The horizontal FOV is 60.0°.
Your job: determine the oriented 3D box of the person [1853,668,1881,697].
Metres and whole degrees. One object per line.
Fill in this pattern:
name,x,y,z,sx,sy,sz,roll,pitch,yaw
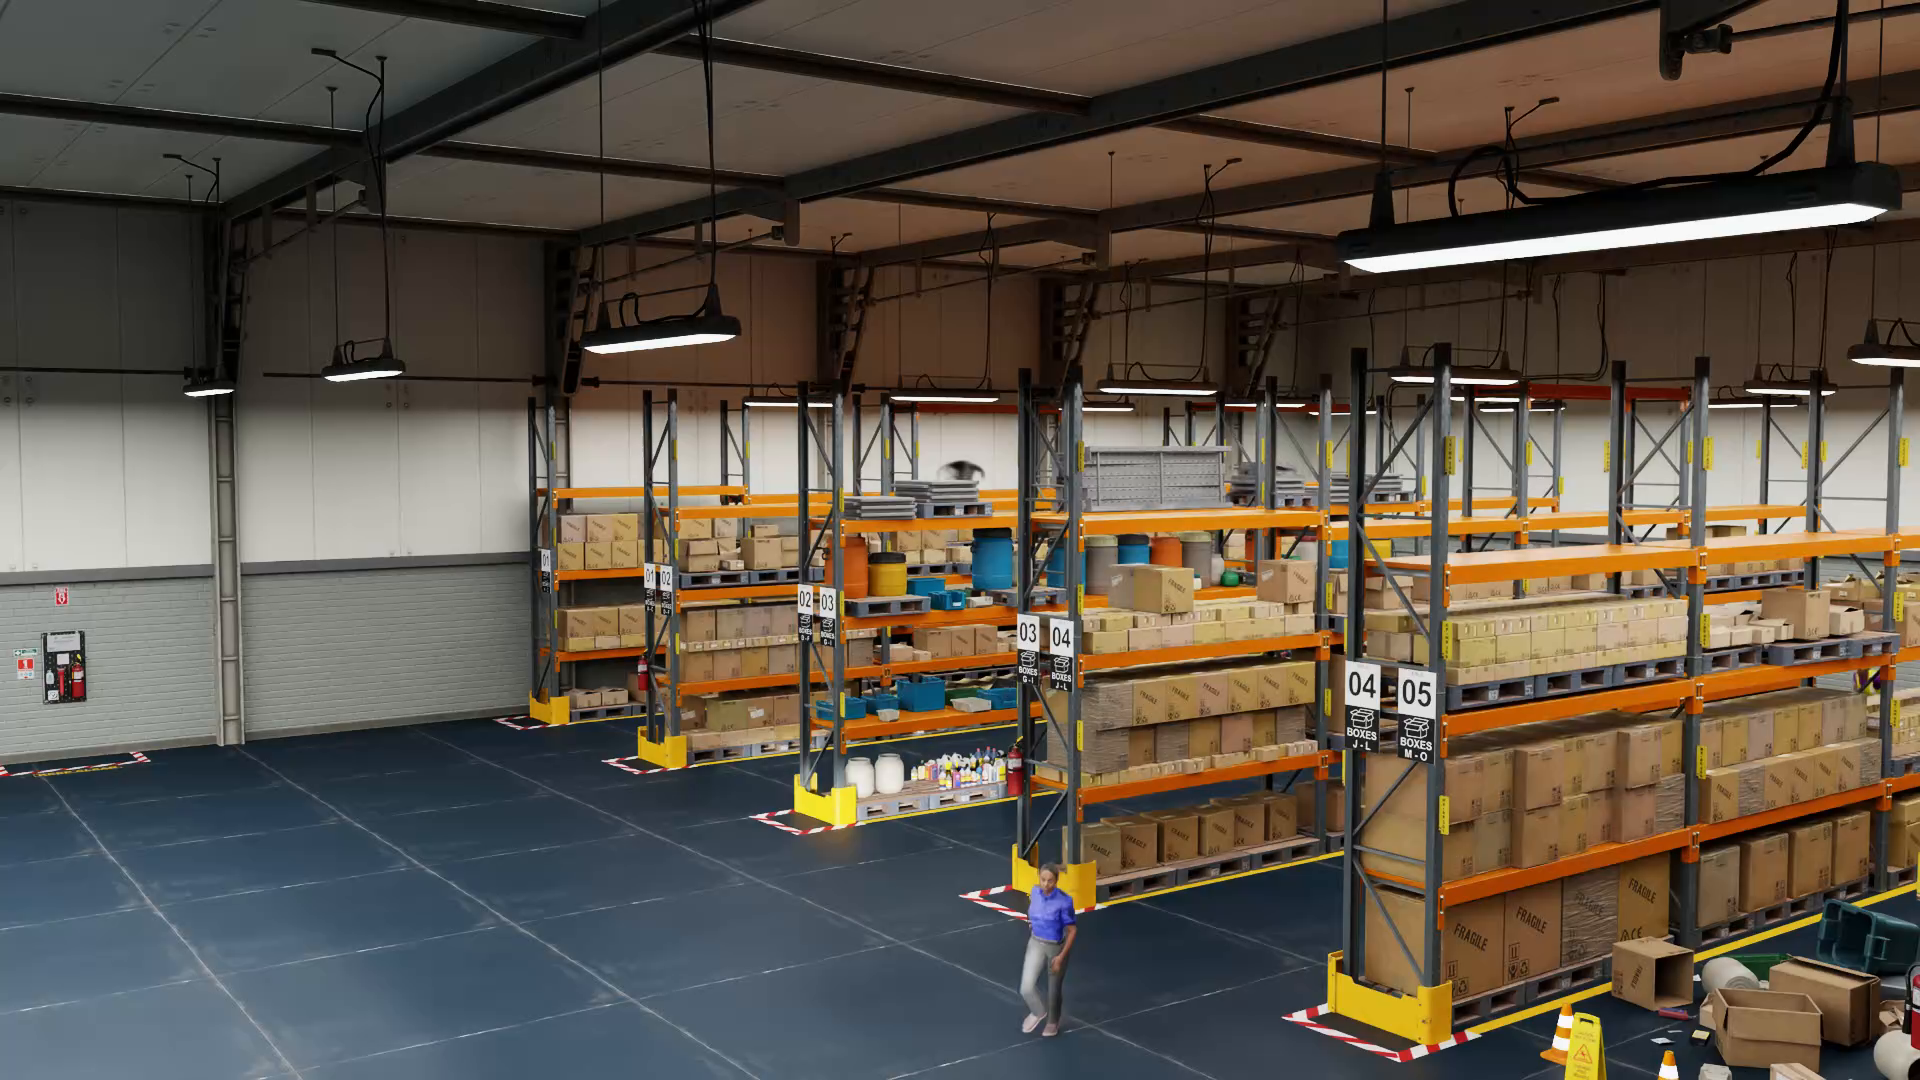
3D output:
person,15.343,2.743,27.856,1.090,1.561,0.708,-2,4,-29

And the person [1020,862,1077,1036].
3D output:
person,0.774,3.517,14.258,0.556,1.598,0.711,1,4,23
